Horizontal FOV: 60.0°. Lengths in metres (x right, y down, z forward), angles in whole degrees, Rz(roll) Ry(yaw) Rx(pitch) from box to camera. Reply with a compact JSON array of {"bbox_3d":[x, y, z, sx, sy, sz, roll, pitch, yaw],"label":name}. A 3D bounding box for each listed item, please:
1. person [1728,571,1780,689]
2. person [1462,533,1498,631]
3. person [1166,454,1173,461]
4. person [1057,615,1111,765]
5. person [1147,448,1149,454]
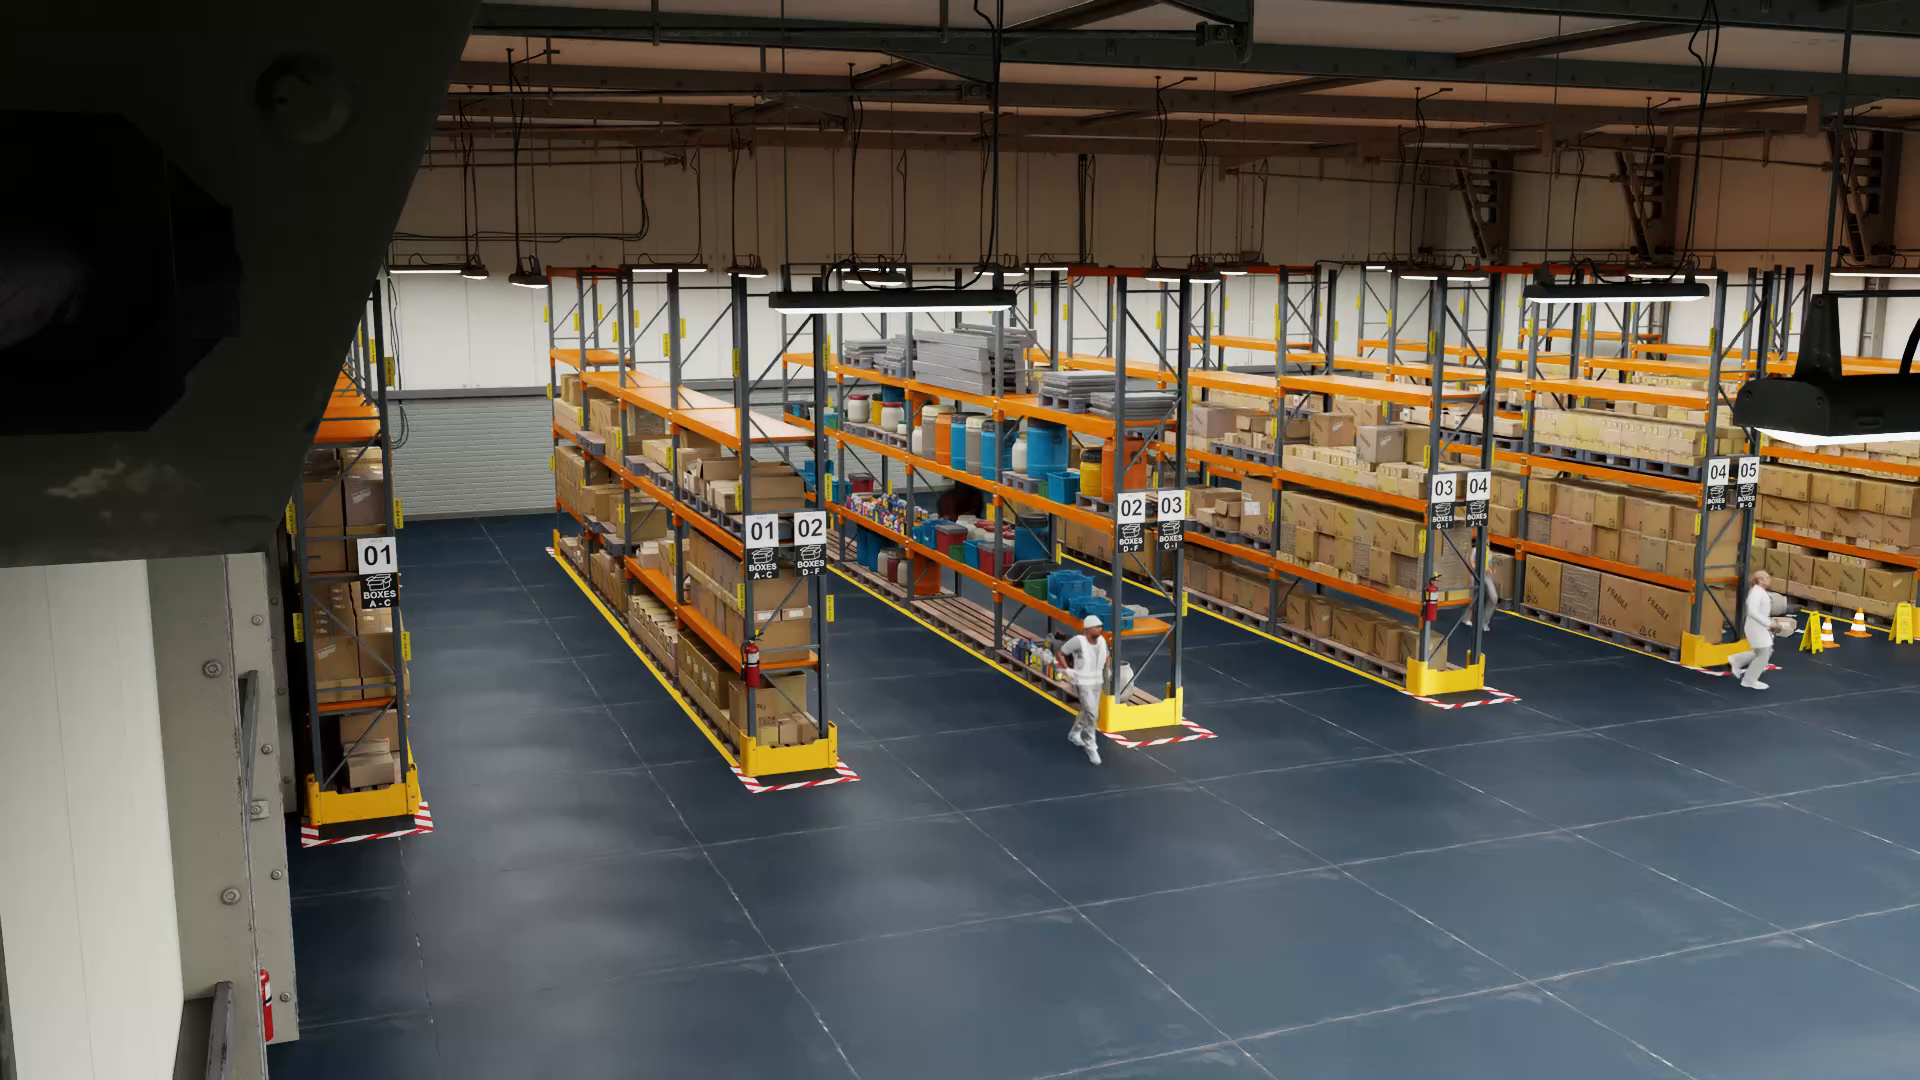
[{"bbox_3d":[11.590,1.292,24.249,0.666,1.731,0.756,5,11,27],"label":"person"},{"bbox_3d":[8.770,0.699,27.930,0.580,1.719,0.715,-5,11,-25],"label":"person"},{"bbox_3d":[4.765,-1.119,38.210,0.687,1.720,0.915,-3,10,-17],"label":"person"},{"bbox_3d":[1.640,1.844,20.996,0.688,1.822,0.821,-8,13,-39],"label":"person"},{"bbox_3d":[4.364,-1.534,40.949,0.570,1.582,0.662,-6,12,-31],"label":"person"}]
